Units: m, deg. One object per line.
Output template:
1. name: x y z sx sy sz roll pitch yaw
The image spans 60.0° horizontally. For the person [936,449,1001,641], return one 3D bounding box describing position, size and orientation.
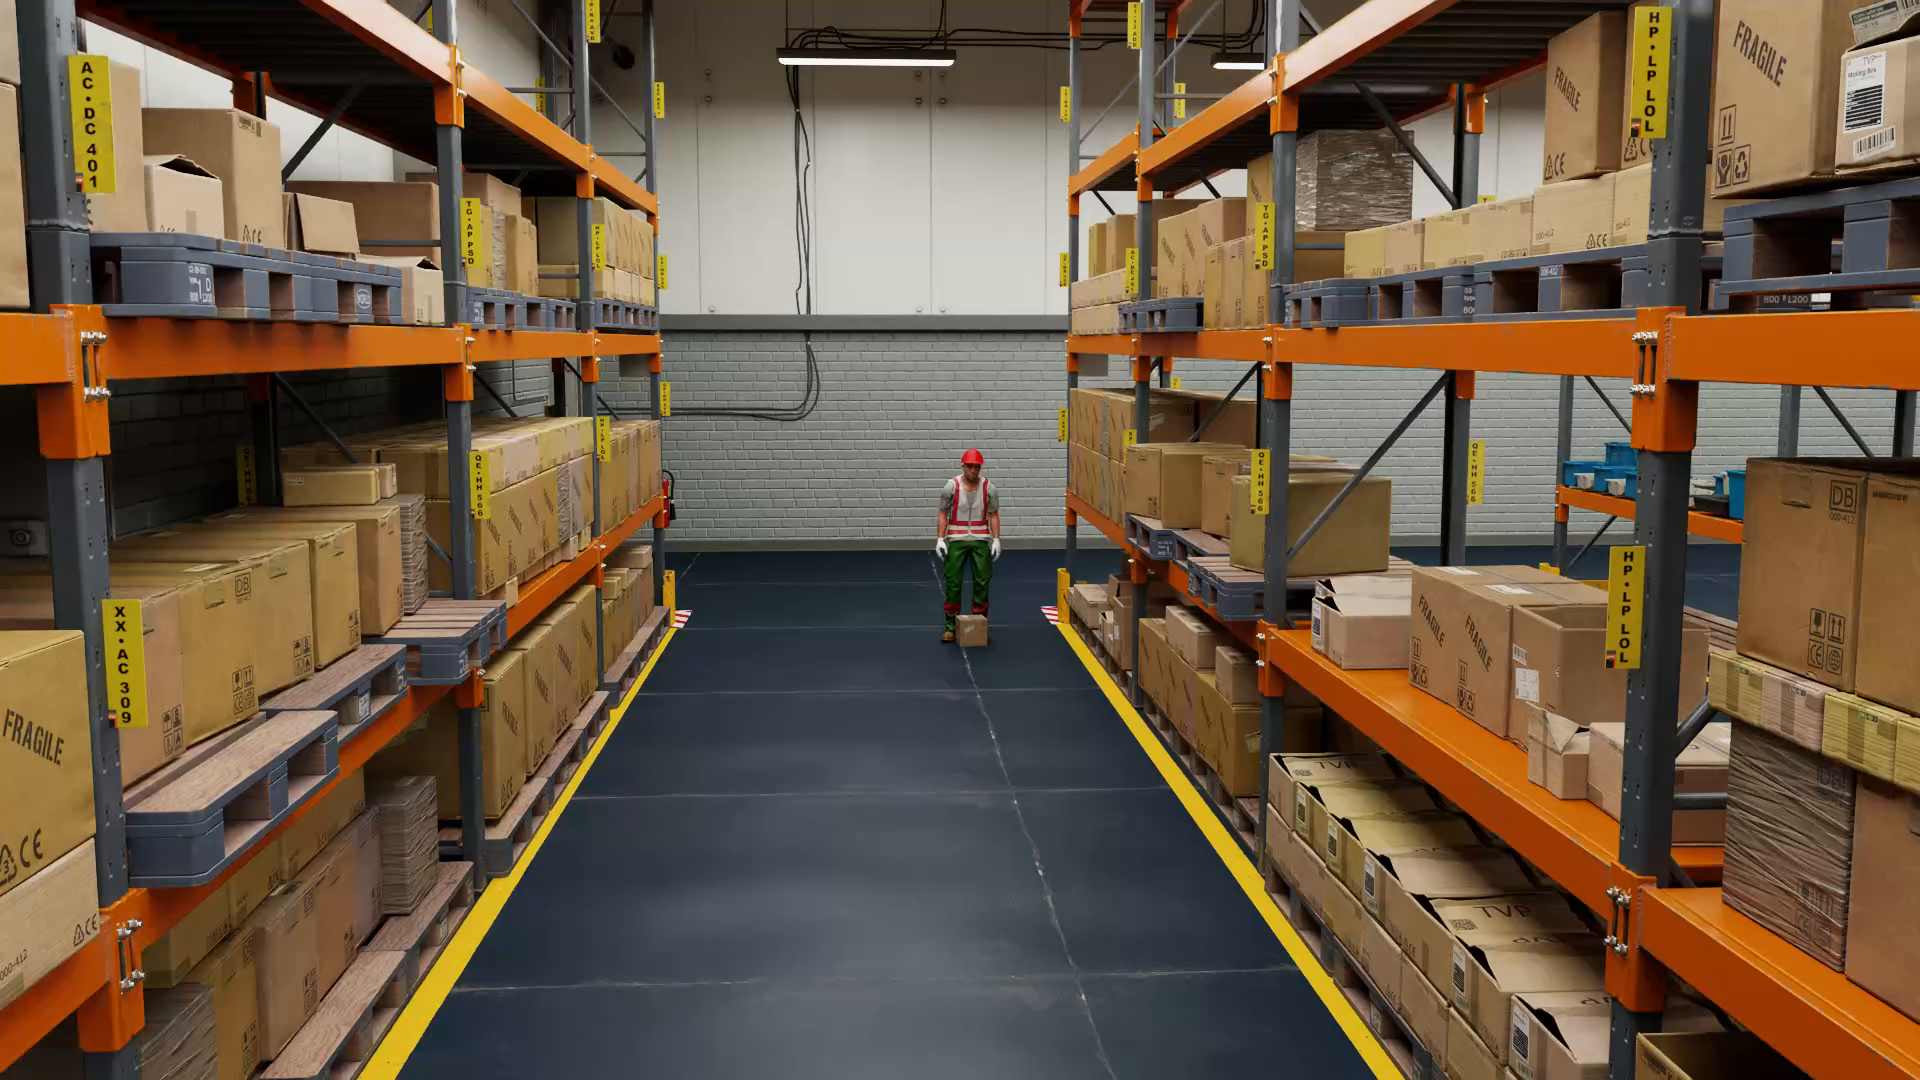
1. person: 0.078 0.043 15.317 0.608 1.779 0.449 -1 7 -6
